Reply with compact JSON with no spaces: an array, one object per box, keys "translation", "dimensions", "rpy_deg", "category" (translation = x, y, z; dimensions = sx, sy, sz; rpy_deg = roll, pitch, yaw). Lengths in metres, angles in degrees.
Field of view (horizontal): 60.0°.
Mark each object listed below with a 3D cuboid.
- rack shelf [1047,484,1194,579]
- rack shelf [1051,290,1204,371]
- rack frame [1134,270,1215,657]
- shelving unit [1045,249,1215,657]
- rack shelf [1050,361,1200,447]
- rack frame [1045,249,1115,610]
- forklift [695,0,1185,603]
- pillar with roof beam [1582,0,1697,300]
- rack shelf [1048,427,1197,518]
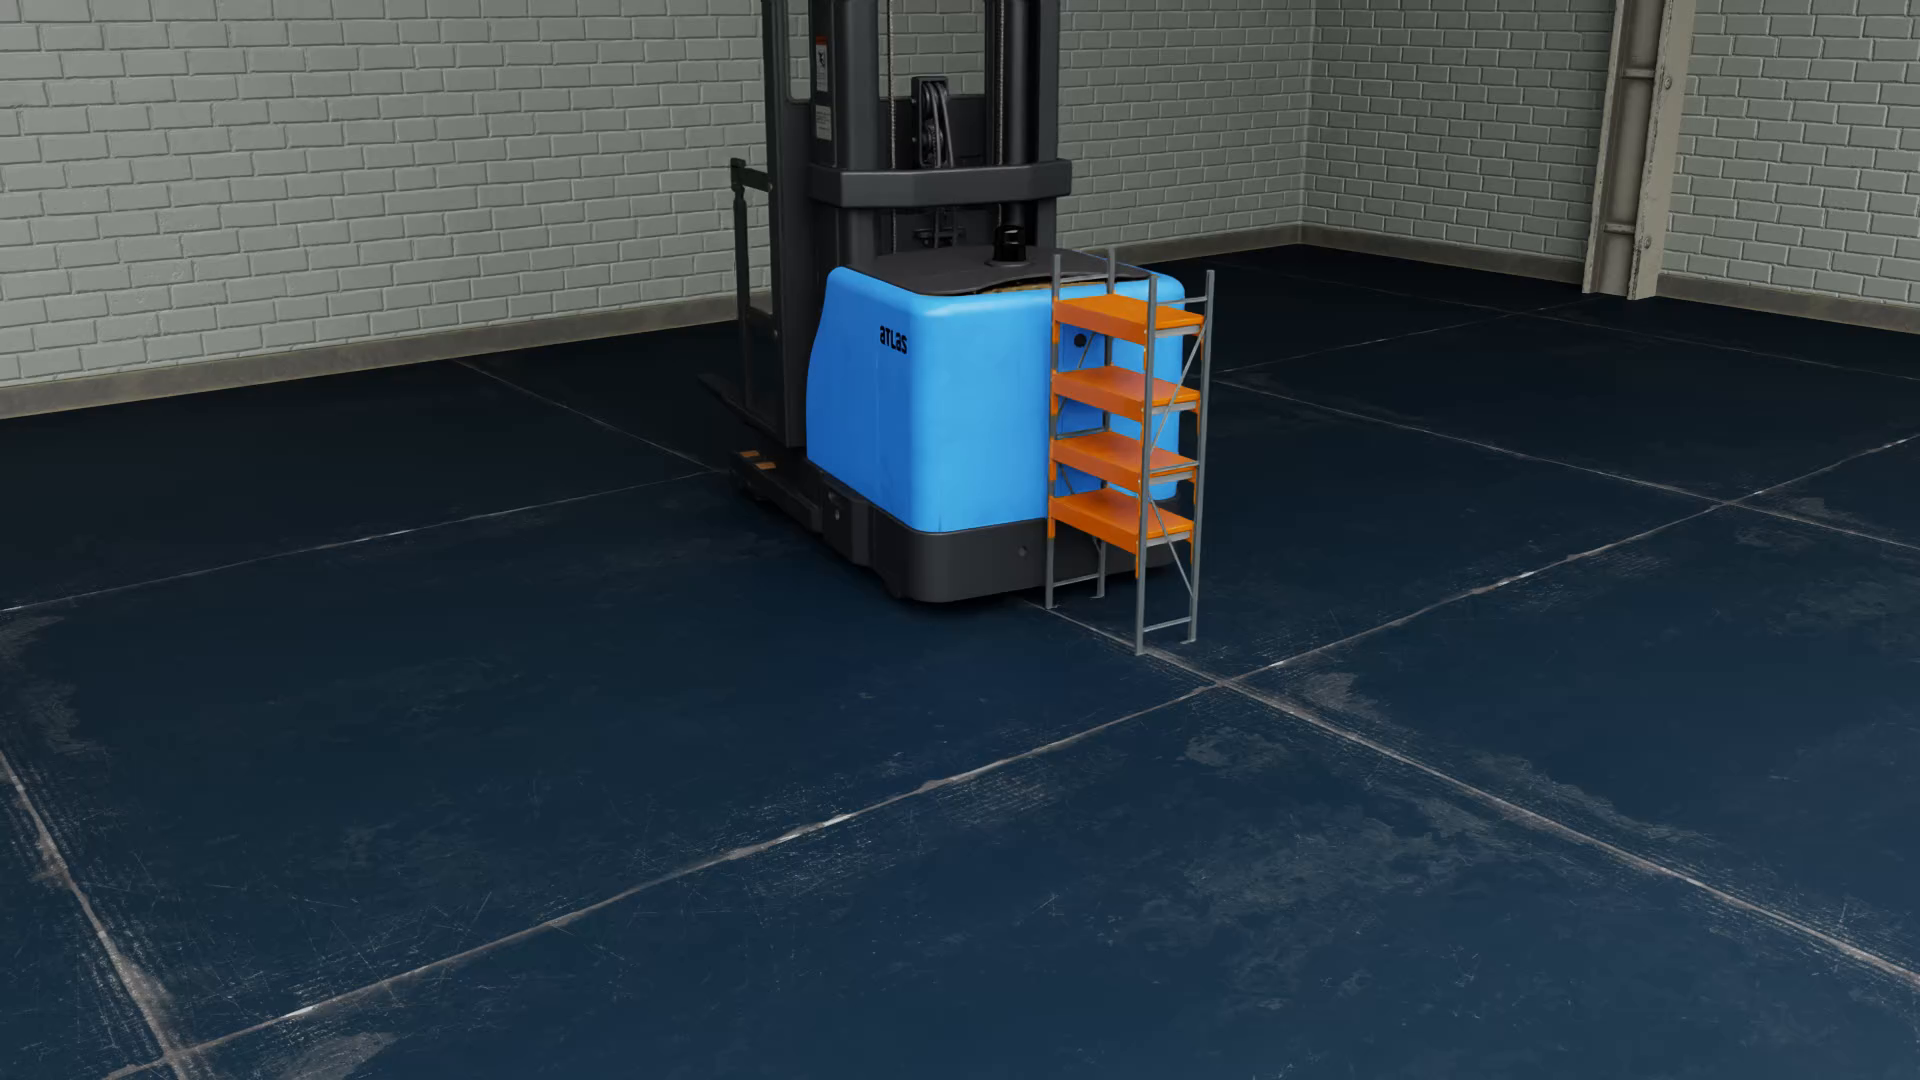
[{"translation":[0.526,-0.035,5.402],"dimensions":[0.258,0.148,0.480],"rpy_deg":[-11,22,-31],"category":"rack shelf"},{"translation":[0.528,-0.660,5.193],"dimensions":[0.258,0.148,0.480],"rpy_deg":[-11,22,-31],"category":"rack shelf"},{"translation":[0.657,-0.222,5.122],"dimensions":[0.240,1.200,0.015],"rpy_deg":[-11,22,-31],"category":"rack frame"},{"translation":[0.527,-0.287,5.317],"dimensions":[0.258,1.200,0.503],"rpy_deg":[-11,22,-31],"category":"shelving unit"},{"translation":[0.527,-0.436,5.268],"dimensions":[0.258,0.148,0.480],"rpy_deg":[-11,22,-31],"category":"rack shelf"},{"translation":[0.396,-0.353,5.513],"dimensions":[0.240,1.200,0.015],"rpy_deg":[-11,22,-31],"category":"rack frame"},{"translation":[-0.319,-1.603,6.542],"dimensions":[1.130,2.935,3.031],"rpy_deg":[-9,20,-25],"category":"forklift"},{"translation":[1.191,-5.137,7.562],"dimensions":[9.100,9.000,0.400],"rpy_deg":[-14,23,-36],"category":"pillar with roof beam"},{"translation":[0.526,-0.223,5.339],"dimensions":[0.258,0.148,0.480],"rpy_deg":[-11,22,-31],"category":"rack shelf"}]
